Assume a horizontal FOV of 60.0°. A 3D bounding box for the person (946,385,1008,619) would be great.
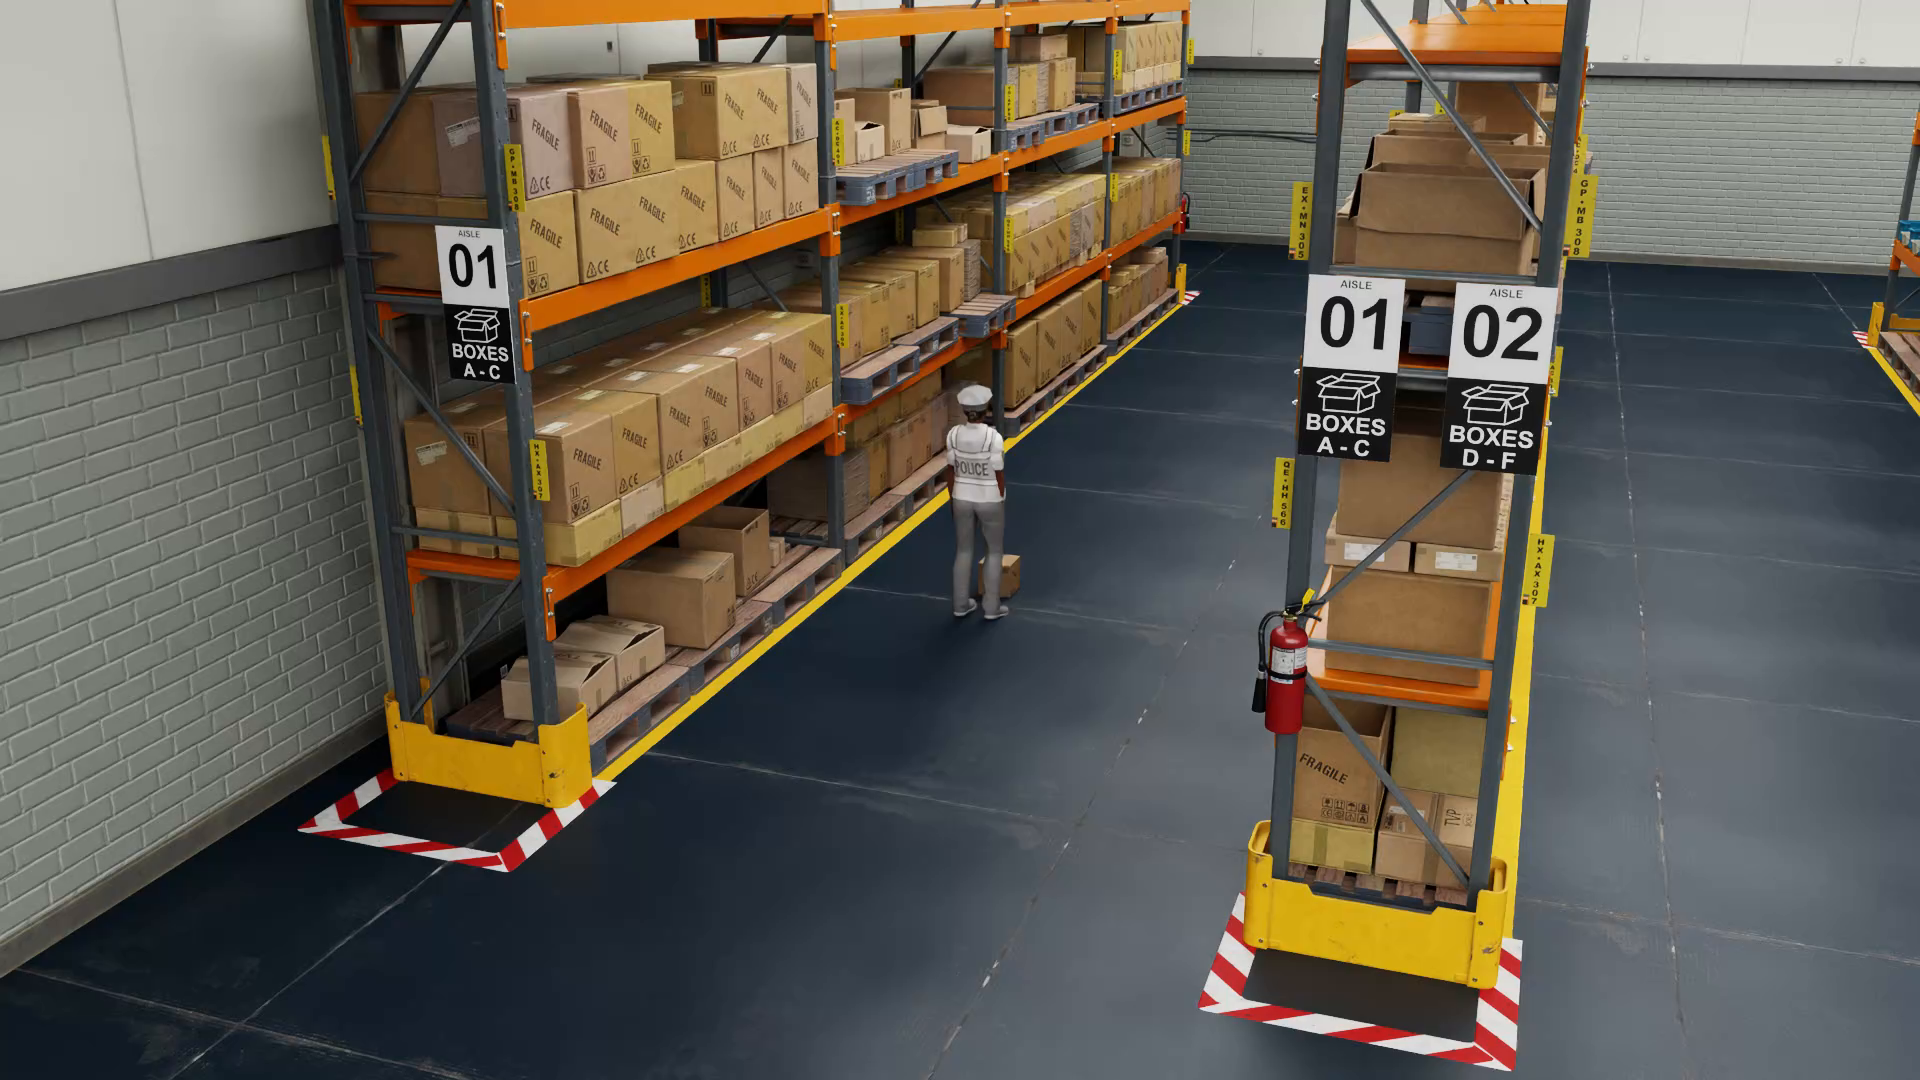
[{"bbox_3d":[0.120,-0.260,11.822,0.437,1.693,0.338,7,20,19],"label":"person"}]
